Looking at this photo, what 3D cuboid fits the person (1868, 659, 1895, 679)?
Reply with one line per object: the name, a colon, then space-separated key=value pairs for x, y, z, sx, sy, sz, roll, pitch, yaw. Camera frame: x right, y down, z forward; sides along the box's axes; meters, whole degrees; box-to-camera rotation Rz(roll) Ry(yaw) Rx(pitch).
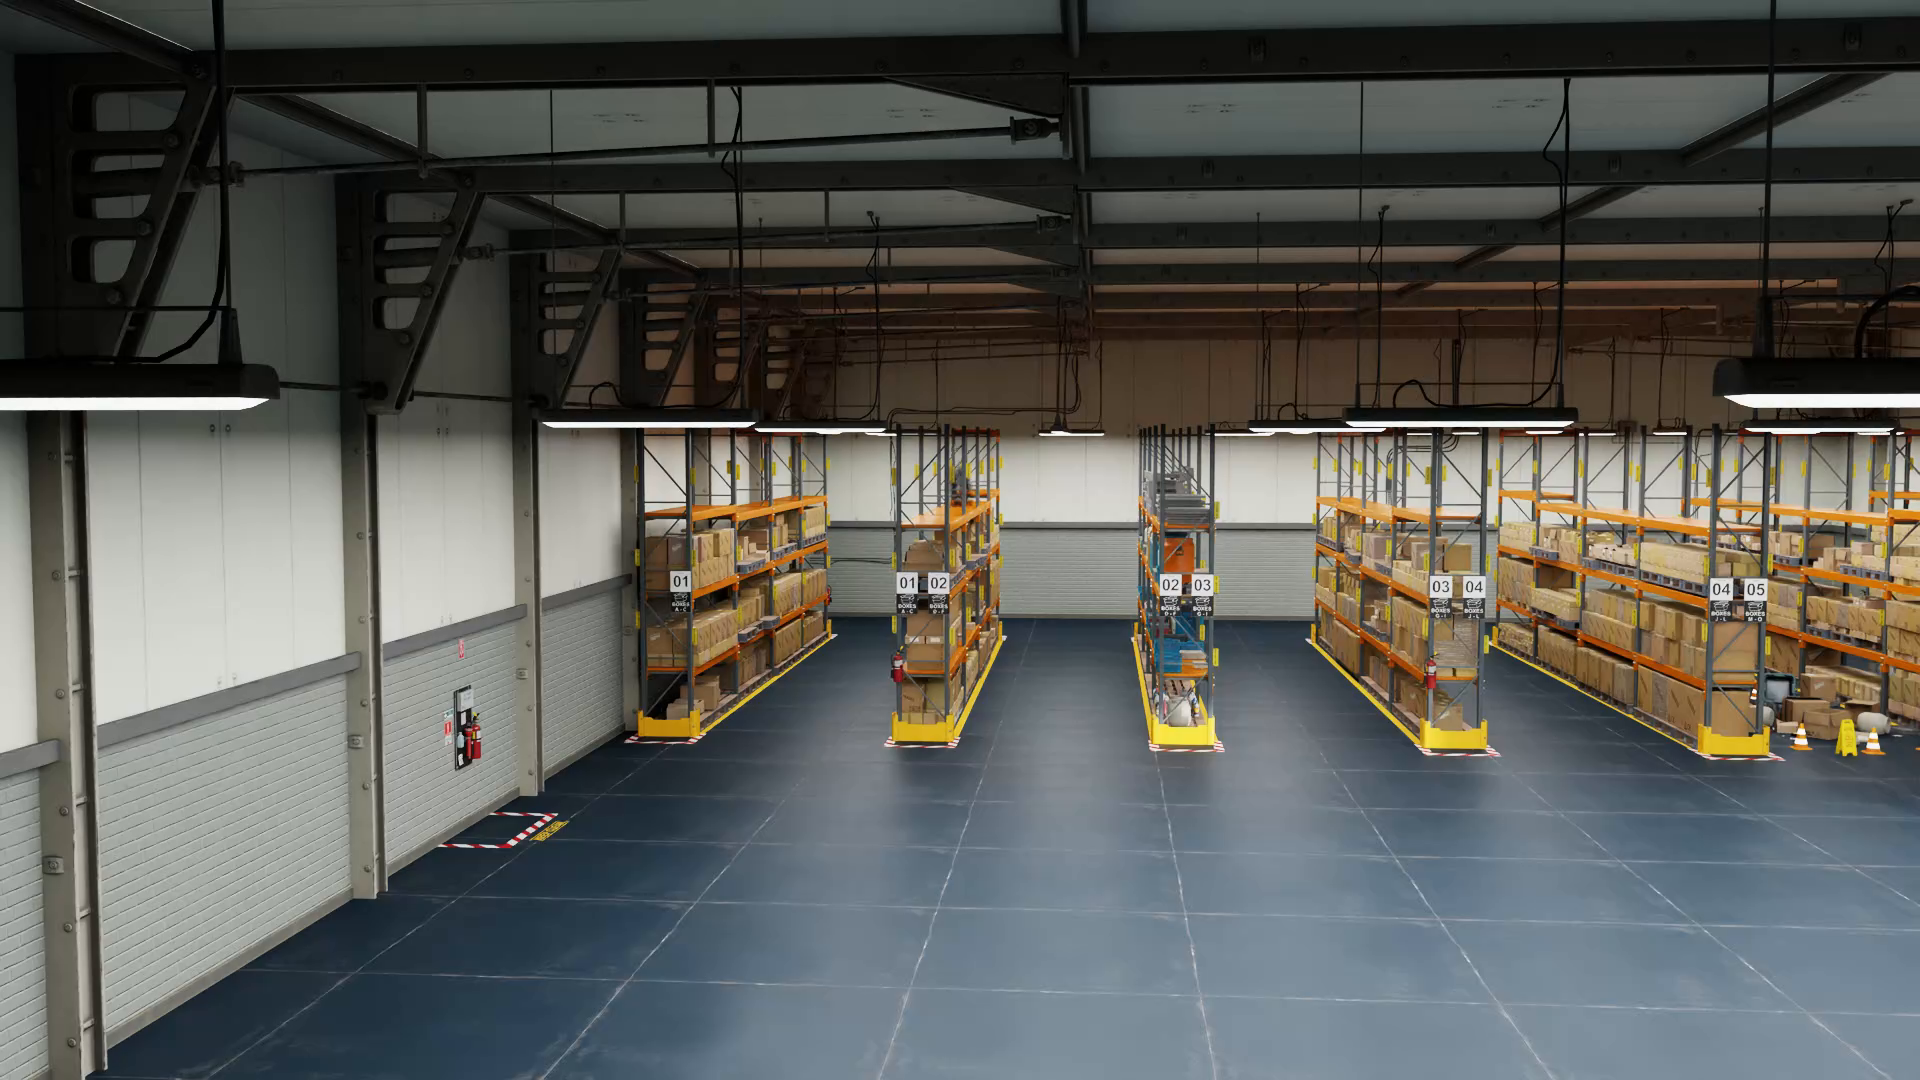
person: x=21.151 y=2.490 z=38.185 sx=0.650 sy=1.795 sz=0.959 roll=0 pitch=3 yaw=0
